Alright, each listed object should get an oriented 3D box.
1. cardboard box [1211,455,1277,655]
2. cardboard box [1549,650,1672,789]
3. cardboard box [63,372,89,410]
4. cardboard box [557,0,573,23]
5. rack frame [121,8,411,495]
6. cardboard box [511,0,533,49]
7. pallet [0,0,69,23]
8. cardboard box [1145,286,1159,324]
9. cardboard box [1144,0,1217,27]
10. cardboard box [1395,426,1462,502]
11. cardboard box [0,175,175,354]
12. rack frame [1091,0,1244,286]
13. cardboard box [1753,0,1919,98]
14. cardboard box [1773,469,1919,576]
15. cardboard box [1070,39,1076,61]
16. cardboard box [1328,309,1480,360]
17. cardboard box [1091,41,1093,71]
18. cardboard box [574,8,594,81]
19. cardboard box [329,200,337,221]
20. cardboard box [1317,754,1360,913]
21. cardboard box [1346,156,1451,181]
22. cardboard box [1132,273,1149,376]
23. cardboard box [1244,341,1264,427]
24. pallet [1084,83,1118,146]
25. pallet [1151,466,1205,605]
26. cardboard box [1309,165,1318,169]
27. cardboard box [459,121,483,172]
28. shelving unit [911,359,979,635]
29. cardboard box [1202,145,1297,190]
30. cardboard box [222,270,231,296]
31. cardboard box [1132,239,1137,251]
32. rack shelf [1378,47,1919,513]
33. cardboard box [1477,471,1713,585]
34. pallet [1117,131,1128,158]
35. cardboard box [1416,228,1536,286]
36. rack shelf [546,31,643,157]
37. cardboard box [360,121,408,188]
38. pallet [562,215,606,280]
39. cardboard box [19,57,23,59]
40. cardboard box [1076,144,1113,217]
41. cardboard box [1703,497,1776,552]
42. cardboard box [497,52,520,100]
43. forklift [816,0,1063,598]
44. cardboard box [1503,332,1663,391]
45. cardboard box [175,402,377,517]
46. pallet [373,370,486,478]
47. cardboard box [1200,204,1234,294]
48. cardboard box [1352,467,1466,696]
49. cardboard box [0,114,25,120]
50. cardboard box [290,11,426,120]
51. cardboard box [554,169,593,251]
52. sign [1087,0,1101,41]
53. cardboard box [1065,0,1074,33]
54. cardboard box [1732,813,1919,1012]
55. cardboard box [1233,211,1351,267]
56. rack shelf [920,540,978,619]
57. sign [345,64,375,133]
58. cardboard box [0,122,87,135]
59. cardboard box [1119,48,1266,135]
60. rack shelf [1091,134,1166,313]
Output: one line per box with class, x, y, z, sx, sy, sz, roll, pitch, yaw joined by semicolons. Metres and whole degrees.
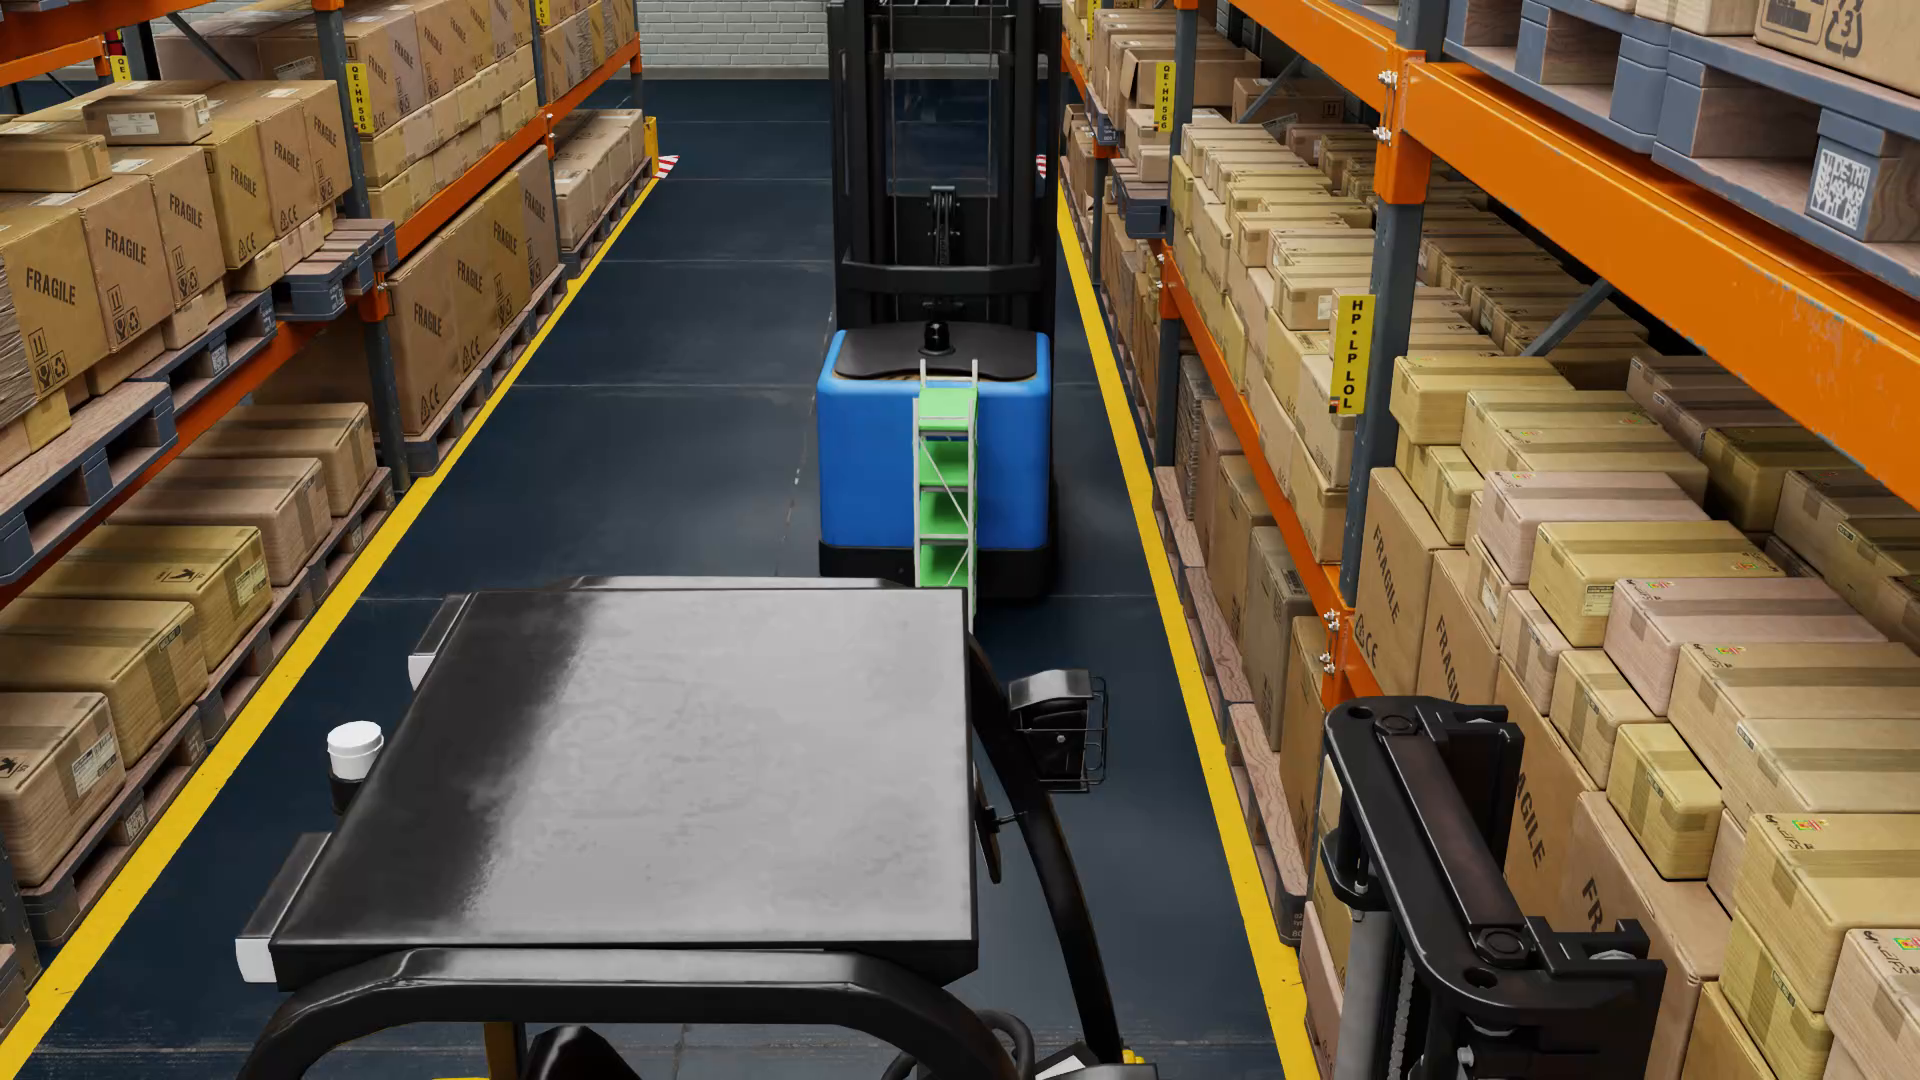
cardboard box;1.549;0.045;6.883;0.875;0.625;0.625;-1;24;-3
cardboard box;1.302;0.318;2.999;0.380;0.149;0.250;-1;24;-2
cardboard box;-3.150;-0.503;5.517;0.380;0.149;0.250;1;24;3
cardboard box;-3.236;-4.181;12.519;0.500;0.500;0.500;-1;24;-1
rack frame;-3.430;-1.626;8.205;1.000;3.000;0.127;0;24;-1
cardboard box;-3.218;-3.592;11.218;0.500;0.500;0.500;1;24;1
pallet;-3.287;-1.514;4.545;1.213;0.211;1.003;0;24;-1
cardboard box;1.240;-1.312;9.248;0.380;0.149;0.250;-1;24;-3
cardboard box;1.739;-4.322;13.076;0.500;0.500;0.500;-1;24;-2
cardboard box;1.317;-0.210;4.166;0.380;0.149;0.250;-1;24;-1
cardboard box;-3.103;-0.955;5.729;0.500;0.500;0.500;0;24;-1
rack frame;1.489;-3.298;11.902;1.000;3.000;0.127;0;24;-1
cardboard box;1.492;-0.849;2.091;0.797;0.503;0.637;1;24;1
cardboard box;1.925;-0.032;3.412;0.380;0.149;0.250;-1;24;-2
cardboard box;1.139;-4.164;14.122;0.380;0.149;0.250;-1;24;-2
cardboard box;1.330;-0.589;5.003;0.380;0.149;0.250;-1;24;-1
cardboard box;1.240;-3.574;12.333;0.500;0.250;0.500;0;24;1
cardboard box;-3.218;-3.927;13.170;0.500;0.500;0.500;0;24;0
cardboard box;-3.191;-1.569;7.874;0.380;0.149;0.250;1;24;1
cardboard box;1.268;0.805;4.443;0.500;0.250;0.500;-1;24;-1
cardboard box;1.868;-1.543;7.112;0.380;0.149;0.250;-1;24;-2
cardboard box;1.310;-1.297;10.002;0.500;0.500;0.500;1;24;2
cardboard box;1.324;-0.551;6.011;0.500;0.250;0.500;0;24;0
pallet;1.389;-2.881;11.212;1.003;0.211;1.213;0;24;-1
pallet;1.503;-0.040;8.082;1.003;0.211;1.213;0;24;-1
cardboard box;1.816;-1.625;7.779;0.500;0.250;0.500;0;24;1
cardboard box;-3.216;-2.391;10.079;0.500;0.250;0.500;0;24;-1
shelving unit;-0.057;-0.114;7.045;0.258;1.200;0.503;1;24;2
cardboard box;1.275;-1.642;7.333;0.380;0.149;0.250;0;24;1
cardboard box;-3.180;-1.034;6.691;0.380;0.149;0.250;0;24;0
cardboard box;1.304;-1.959;10.678;0.380;0.149;0.250;1;24;1
rack shelf;1.599;-0.216;2.321;1.077;0.370;4.000;0;24;-1
cardboard box;1.289;-0.026;3.399;0.380;0.149;0.250;0;24;1
pallet;1.507;-2.364;10.069;1.003;0.211;1.213;0;24;-1
cardboard box;1.826;-1.014;5.943;0.380;0.149;0.250;0;24;-1
rack shelf;-3.496;-3.770;13.820;1.077;0.370;4.000;0;24;-1
cardboard box;-3.189;-1.995;8.597;0.500;0.250;0.500;0;24;-1
pallet;-3.404;-2.317;13.117;1.003;0.211;1.213;0;24;-1
cardboard box;-8.198;-4.191;14.182;0.380;0.149;0.250;-1;24;-3
cardboard box;1.339;-2.966;13.692;0.700;0.500;0.500;-1;24;-3
cardboard box;1.869;0.001;3.700;0.380;0.149;0.250;0;24;1
cardboard box;-3.213;-3.047;10.922;0.500;0.250;0.500;0;24;1
forklift;-0.060;-1.636;8.311;1.130;2.935;3.031;1;24;2
cardboard box;1.787;-0.488;4.781;0.380;0.149;0.250;-1;24;-2
cardboard box;-3.434;-0.387;8.145;0.950;0.372;0.625;-2;24;-4
pallet;-3.364;-0.681;9.498;1.003;0.211;1.213;0;24;-1
cardboard box;1.286;-1.203;6.845;0.500;0.250;0.500;-1;24;-2
cardboard box;1.320;0.137;4.186;0.500;0.500;0.500;-1;24;-2
cardboard box;-8.800;-3.804;15.250;0.380;0.149;0.250;-1;24;-3
cardboard box;-3.206;-2.536;8.882;0.500;0.500;0.500;0;24;0
cardboard box;-3.373;-2.557;12.864;0.875;0.438;0.875;-1;24;-1
sign;0.947;-3.687;11.711;0.100;0.325;0.005;0;24;-1
cardboard box;1.187;-4.617;14.640;0.500;0.250;0.500;0;24;0
cardboard box;1.292;0.498;2.239;0.380;0.149;0.250;0;24;0
cardboard box;1.227;-1.118;6.173;0.380;0.149;0.250;-1;24;-2
rack shelf;-0.057;0.163;7.170;0.258;0.148;0.480;1;24;2
sign;-2.888;-2.124;7.996;0.100;0.325;0.005;0;24;-1
cardboard box;-3.632;-1.378;6.666;0.500;0.500;0.500;0;24;0
cardboard box;1.330;-2.560;9.635;0.797;0.503;0.637;-1;24;-2
rack shelf;1.511;-2.146;10.228;1.077;0.370;4.000;0;24;-1
